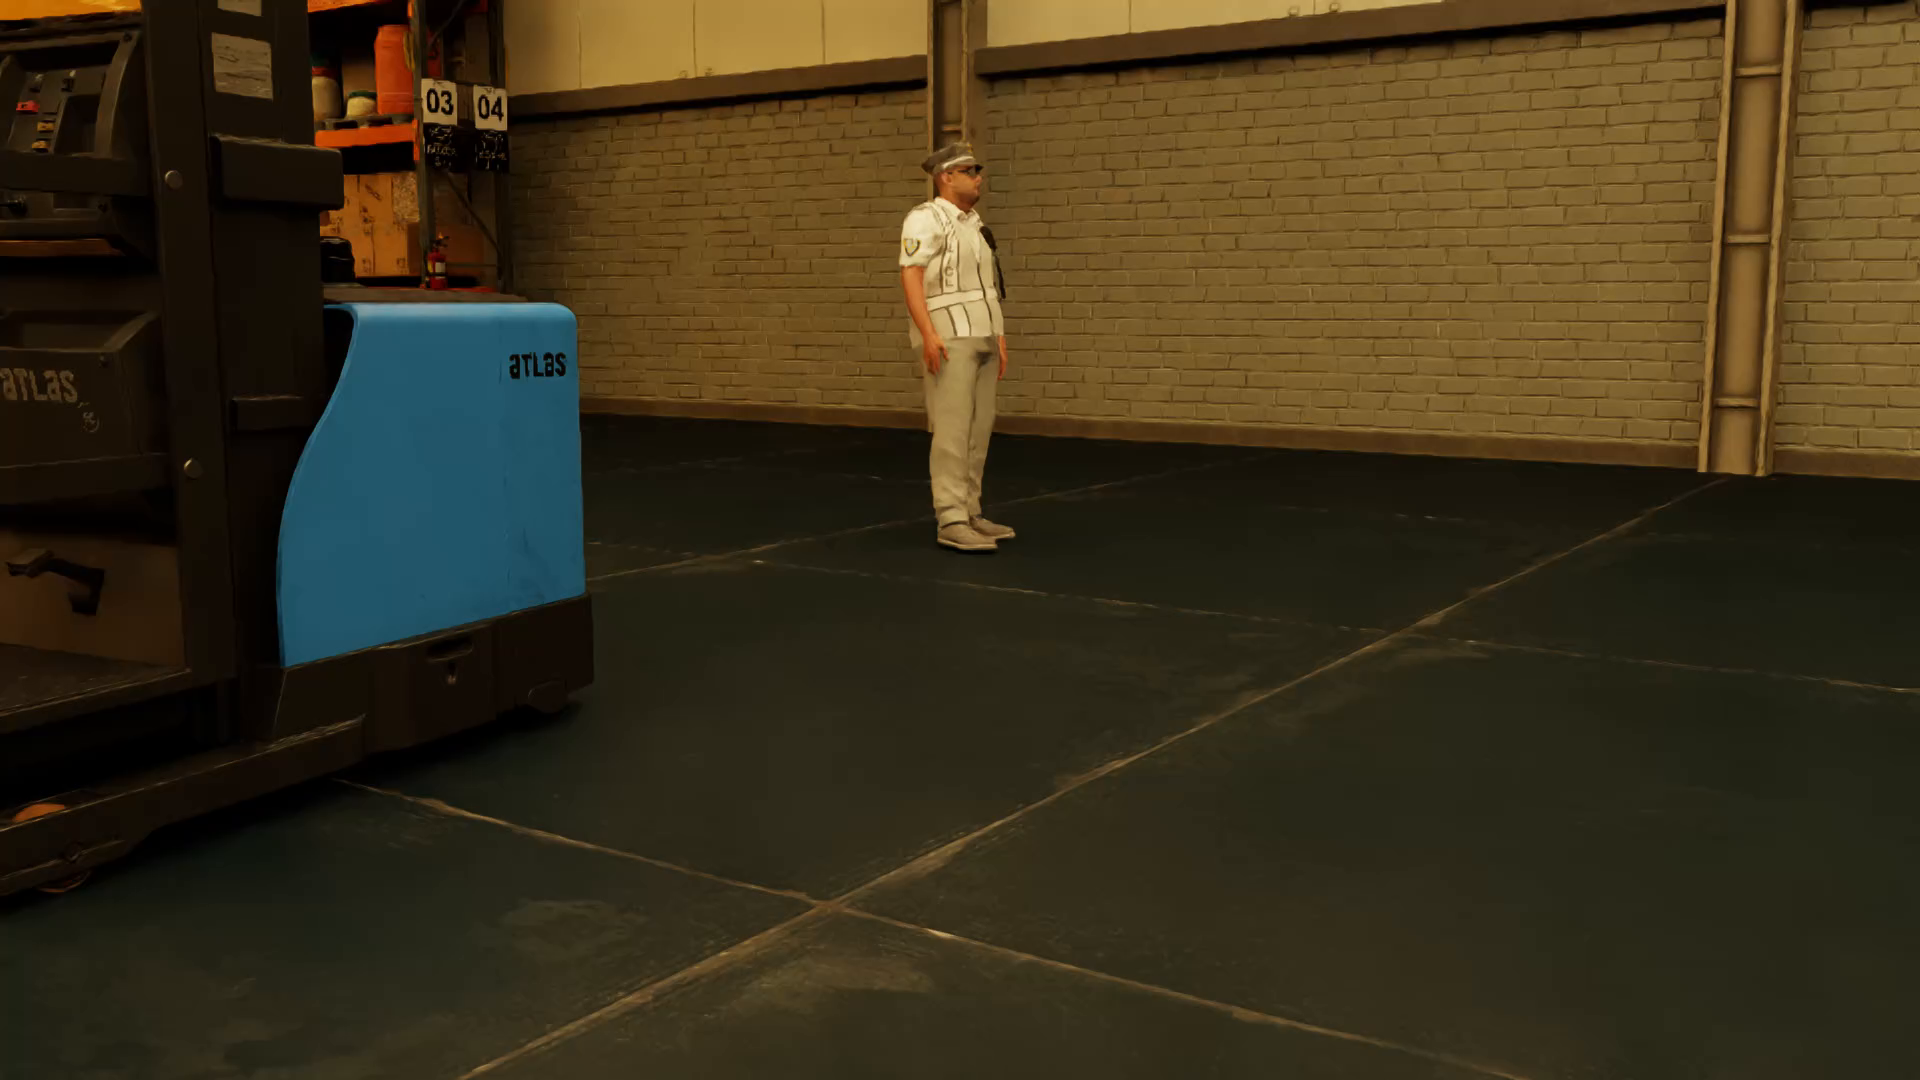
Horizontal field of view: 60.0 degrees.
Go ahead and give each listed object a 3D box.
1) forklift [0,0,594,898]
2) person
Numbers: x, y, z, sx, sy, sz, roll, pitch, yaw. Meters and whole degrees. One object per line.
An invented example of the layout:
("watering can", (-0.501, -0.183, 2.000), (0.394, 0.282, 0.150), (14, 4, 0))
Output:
("forklift", (-2.080, -0.849, 3.161), (1.130, 2.935, 3.031), (4, 9, 26))
("person", (0.058, -0.883, 7.424), (0.574, 1.781, 0.640), (5, 10, 34))
